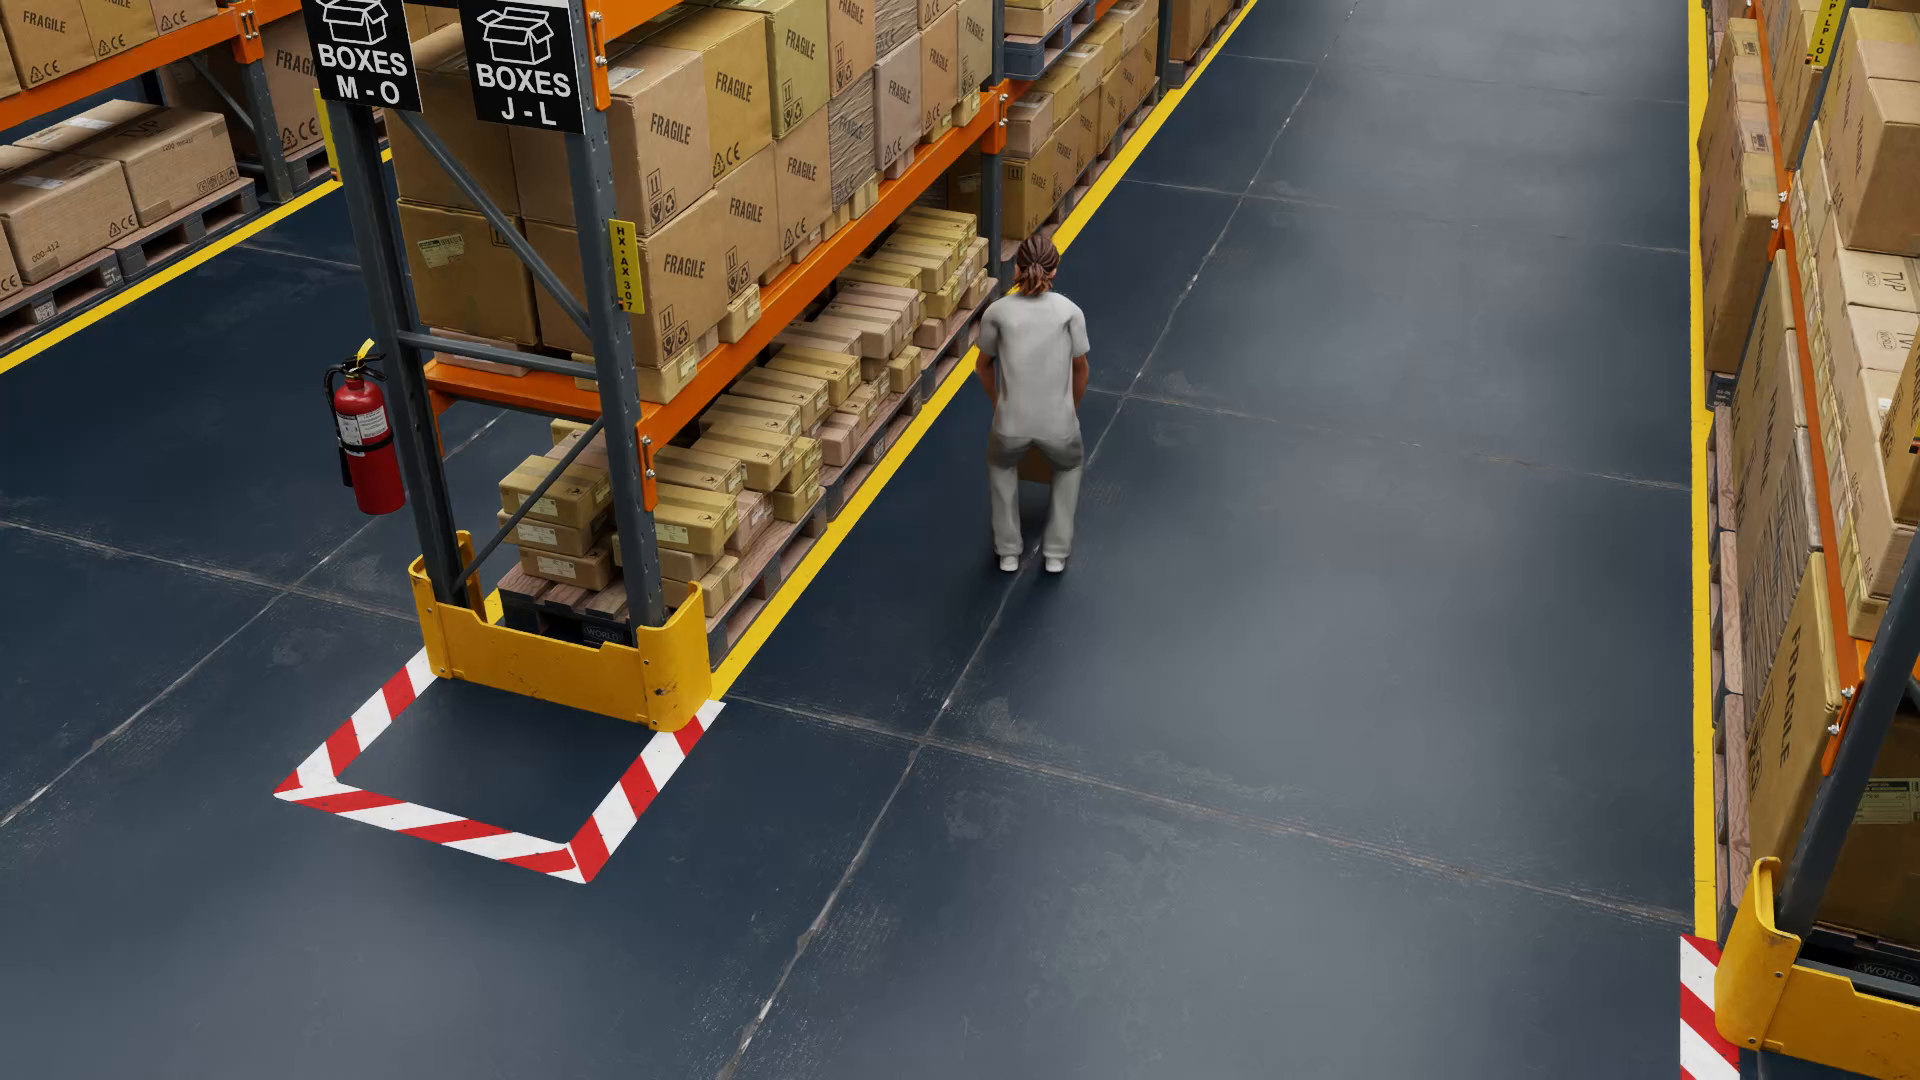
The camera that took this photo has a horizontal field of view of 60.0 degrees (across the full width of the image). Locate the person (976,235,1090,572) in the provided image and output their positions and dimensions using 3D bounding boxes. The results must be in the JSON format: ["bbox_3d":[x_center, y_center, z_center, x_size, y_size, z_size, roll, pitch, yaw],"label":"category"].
[{"bbox_3d":[0.302,-0.552,7.175,0.488,1.469,0.574,4,34,6],"label":"person"}]
